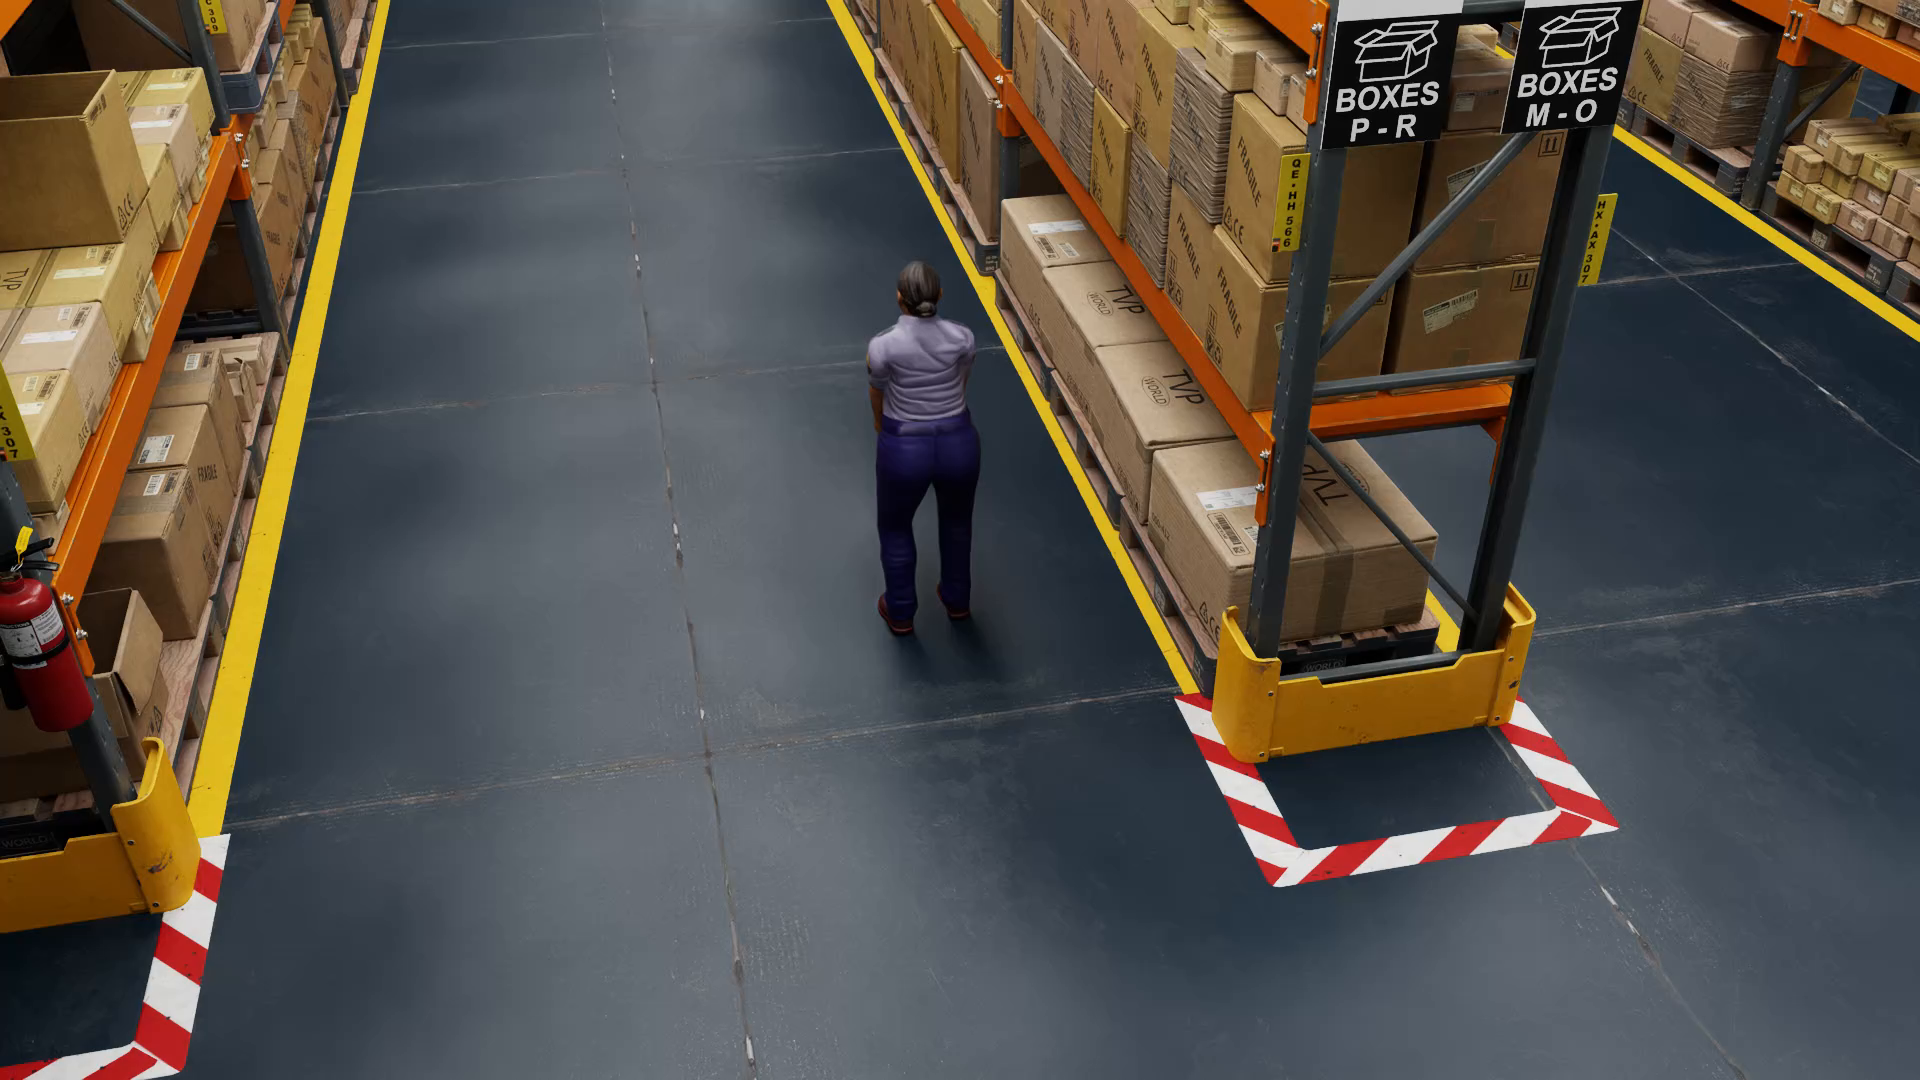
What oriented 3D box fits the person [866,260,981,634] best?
[{"bbox_3d":[-0.158,-0.388,6.732,0.434,1.645,0.536,-8,35,-11],"label":"person"}]
